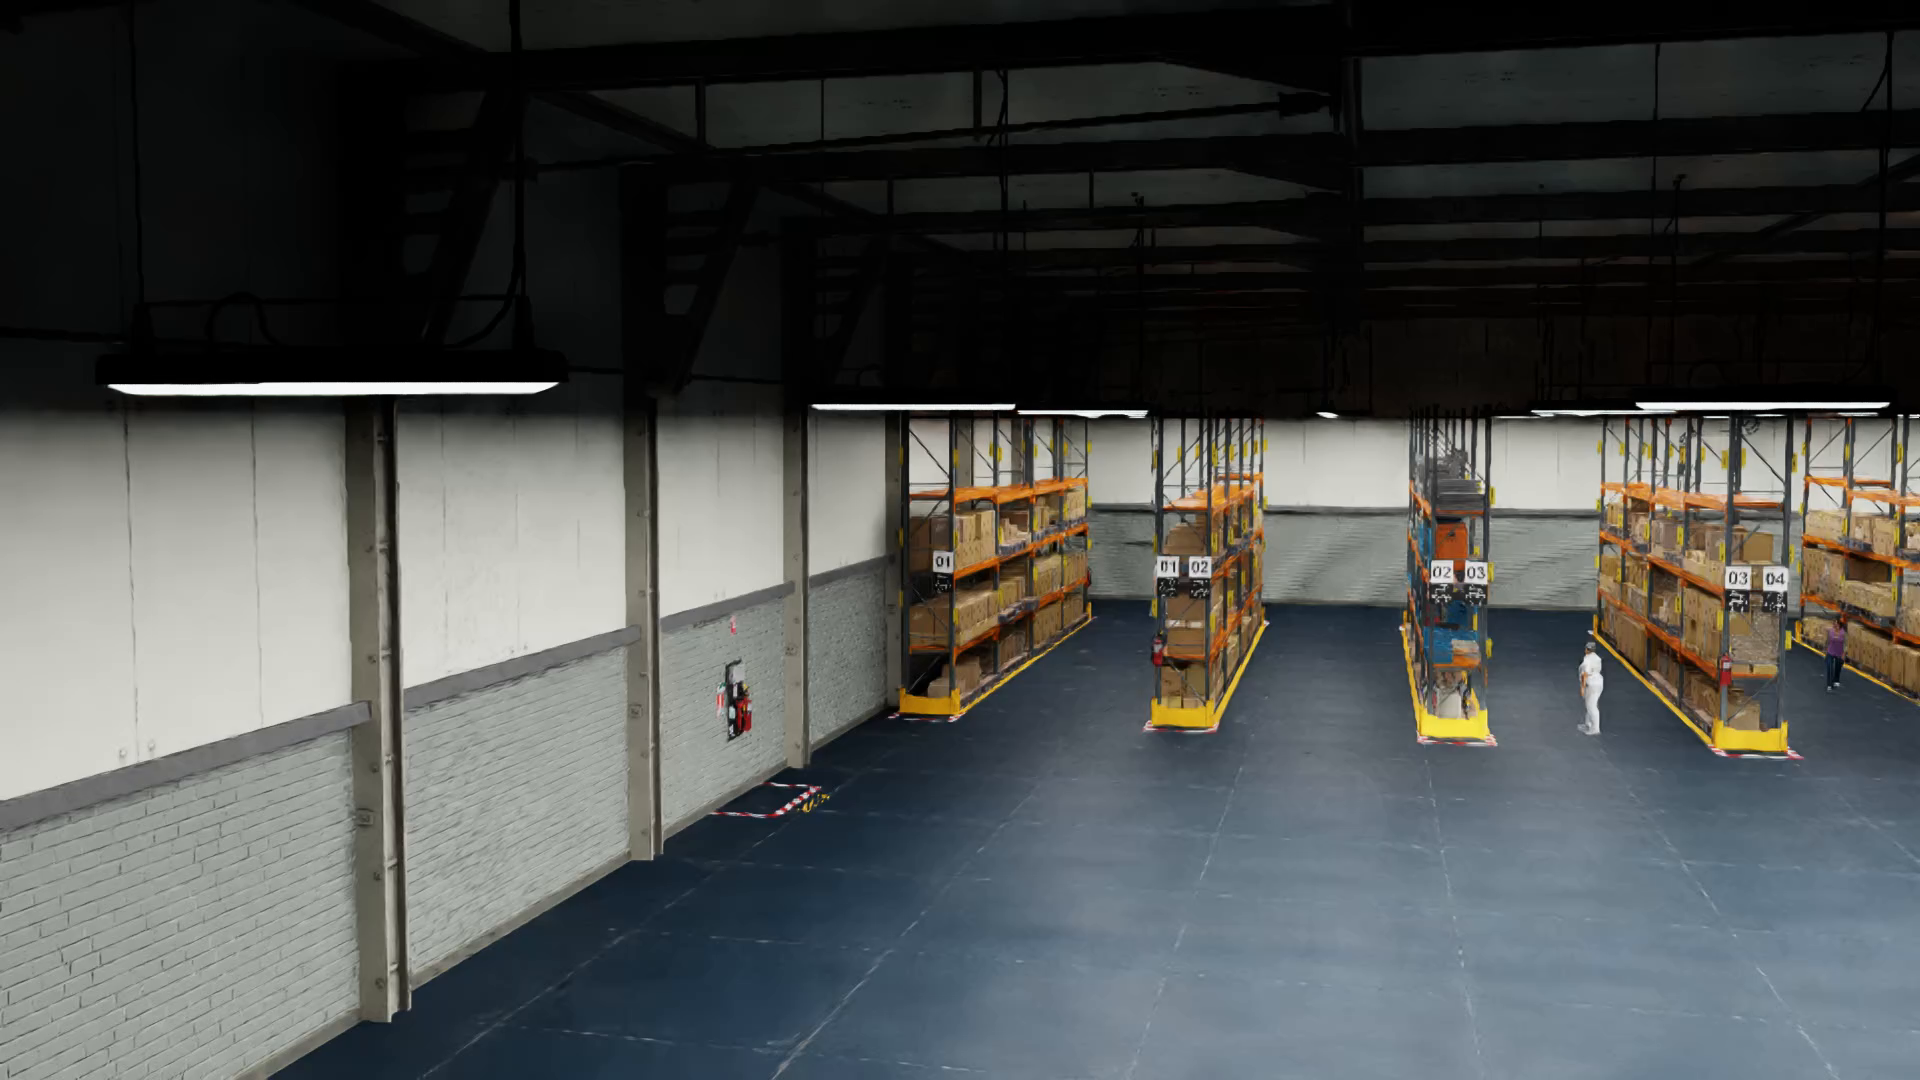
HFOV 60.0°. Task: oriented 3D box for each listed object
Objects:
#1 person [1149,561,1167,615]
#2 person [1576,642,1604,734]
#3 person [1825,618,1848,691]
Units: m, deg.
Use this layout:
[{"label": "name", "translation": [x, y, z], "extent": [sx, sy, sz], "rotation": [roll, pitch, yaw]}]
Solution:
[{"label": "person", "translation": [5.904, 1.373, 48.910], "extent": [0.691, 1.660, 0.561], "rotation": [-3, 5, -37]}, {"label": "person", "translation": [11.560, 2.691, 30.560], "extent": [0.550, 1.657, 0.599], "rotation": [4, 6, 44]}, {"label": "person", "translation": [18.576, 2.414, 35.257], "extent": [0.407, 1.533, 0.962], "rotation": [2, 4, 22]}]
